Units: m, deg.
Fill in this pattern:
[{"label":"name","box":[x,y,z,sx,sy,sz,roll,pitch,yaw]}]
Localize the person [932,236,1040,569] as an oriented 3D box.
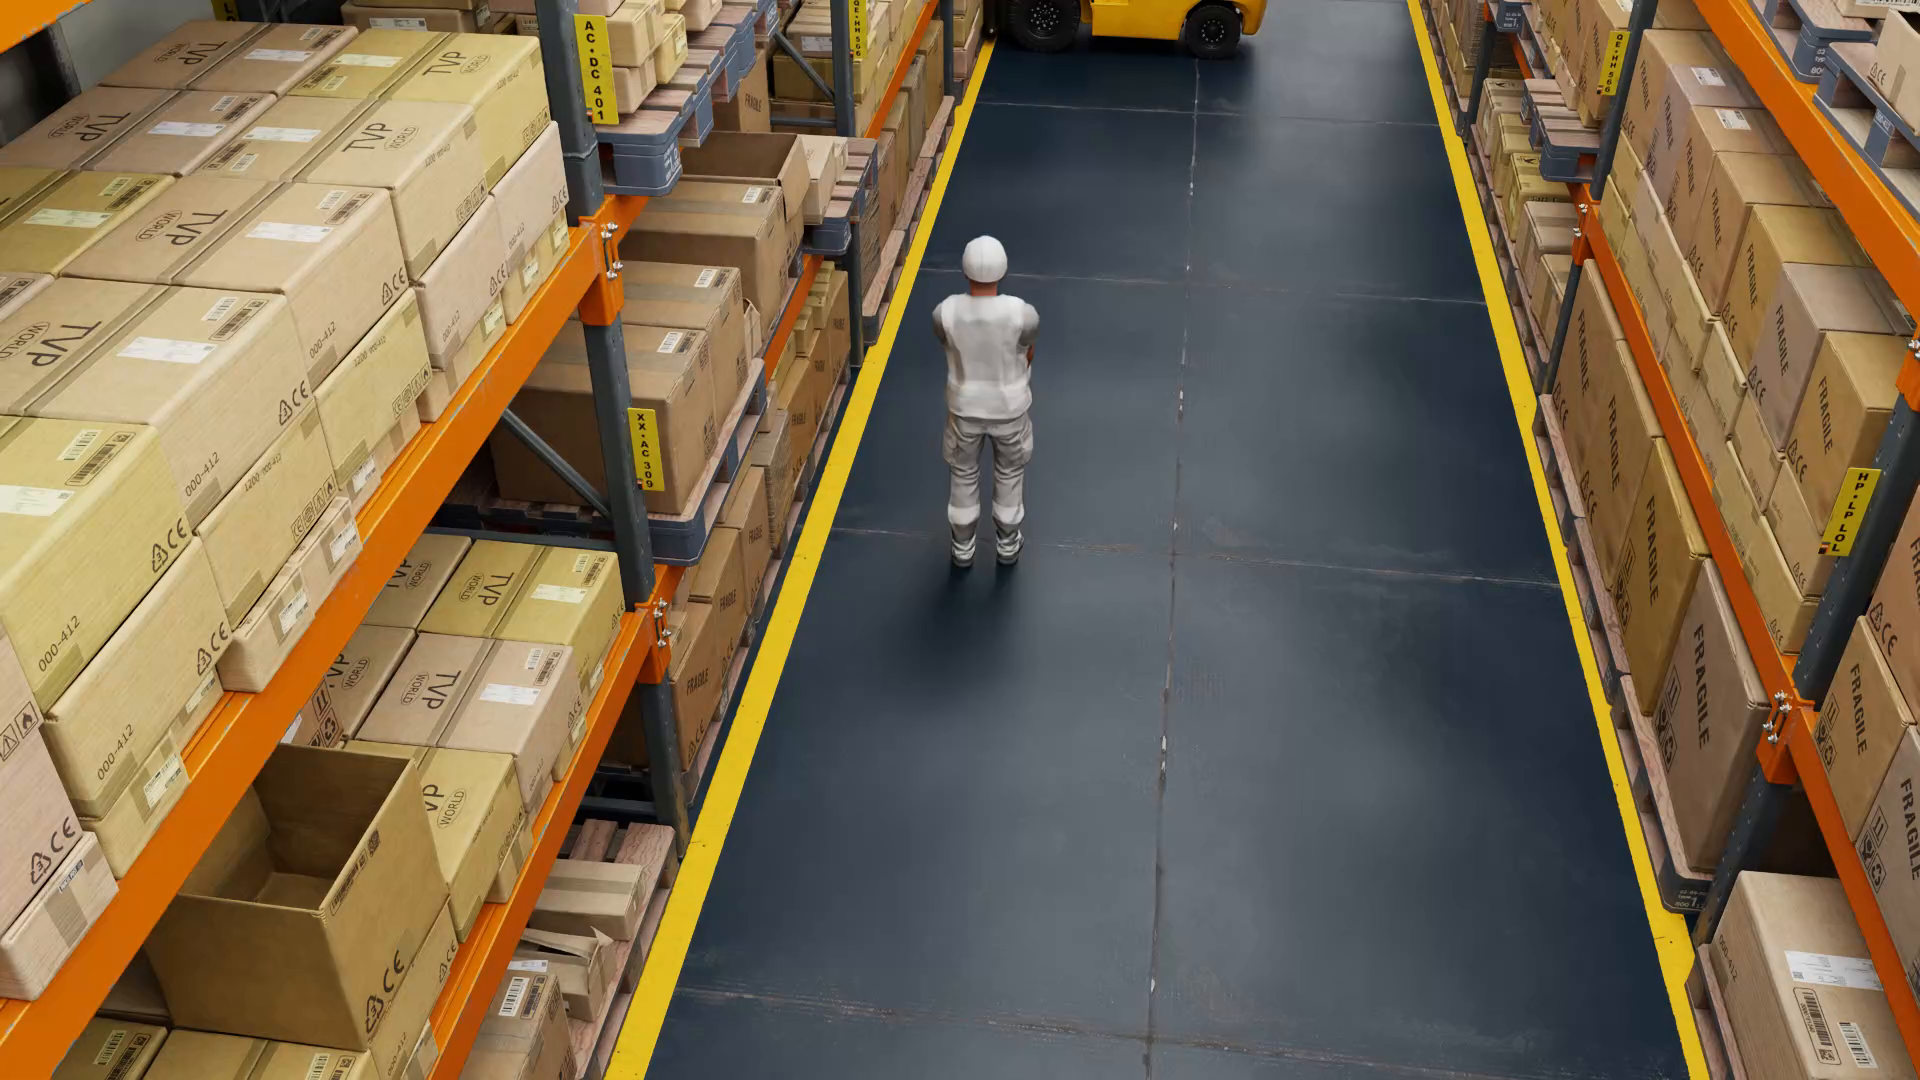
[{"label":"person","box":[0.132,-0.694,7.983,0.495,1.786,0.558,4,36,5]}]
